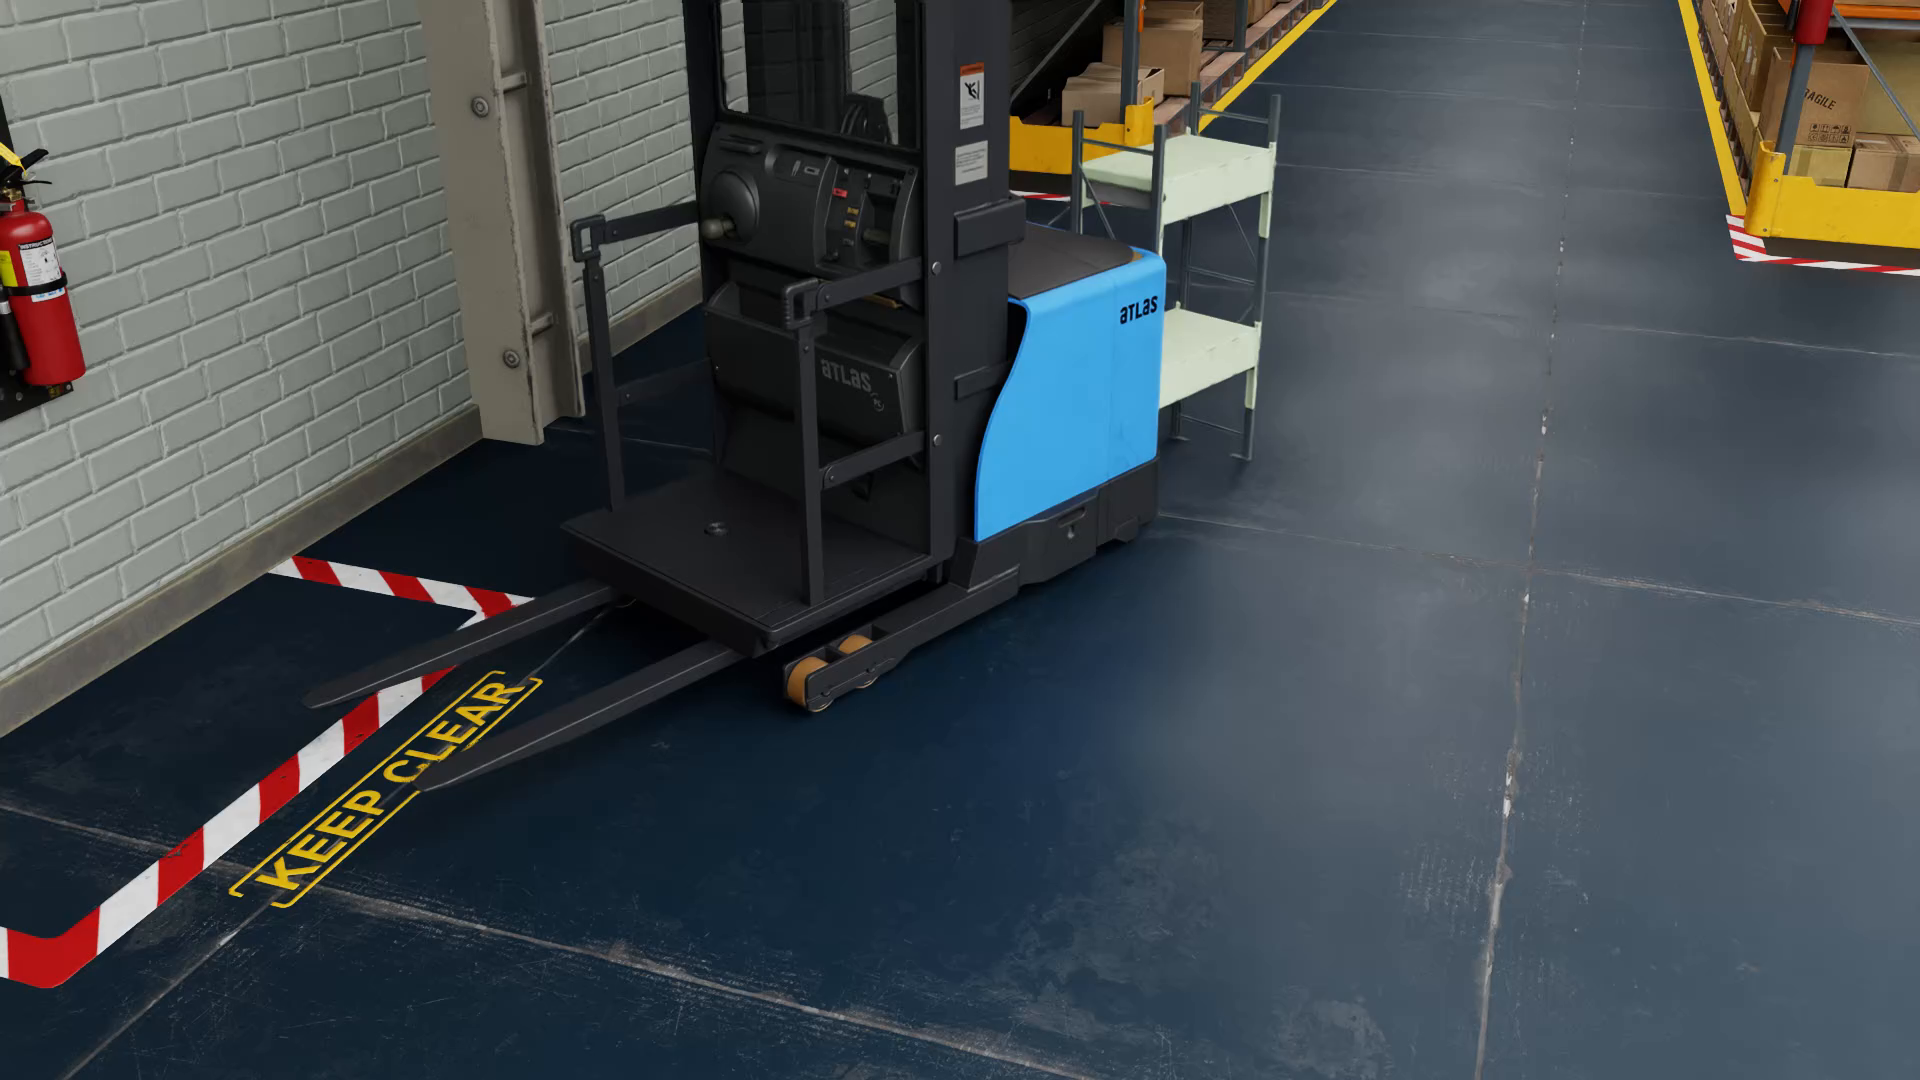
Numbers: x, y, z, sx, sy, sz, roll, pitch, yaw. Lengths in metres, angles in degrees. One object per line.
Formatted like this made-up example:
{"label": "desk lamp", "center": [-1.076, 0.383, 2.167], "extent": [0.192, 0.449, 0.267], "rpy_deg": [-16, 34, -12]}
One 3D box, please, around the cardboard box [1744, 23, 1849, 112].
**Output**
{"label": "cardboard box", "center": [5.592, -3.157, 11.141], "extent": [0.500, 0.500, 0.500], "rpy_deg": [9, 27, 17]}

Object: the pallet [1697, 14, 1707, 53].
{"label": "pallet", "center": [7.727, -4.891, 16.110], "extent": [1.003, 0.211, 1.213], "rpy_deg": [9, 27, 17]}

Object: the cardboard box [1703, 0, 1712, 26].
{"label": "cardboard box", "center": [7.420, -5.051, 15.914], "extent": [0.500, 0.250, 0.500], "rpy_deg": [8, 27, 16]}

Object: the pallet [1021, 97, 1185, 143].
{"label": "pallet", "center": [1.032, -3.013, 12.231], "extent": [1.003, 0.211, 1.213], "rpy_deg": [9, 27, 17]}

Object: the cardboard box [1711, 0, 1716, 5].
{"label": "cardboard box", "center": [7.248, -5.084, 15.338], "extent": [0.500, 0.311, 0.500], "rpy_deg": [8, 27, 16]}

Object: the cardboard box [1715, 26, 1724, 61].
{"label": "cardboard box", "center": [6.741, -4.207, 14.170], "extent": [0.500, 0.250, 0.500], "rpy_deg": [8, 27, 17]}

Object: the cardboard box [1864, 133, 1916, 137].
{"label": "cardboard box", "center": [5.927, -2.537, 10.721], "extent": [0.500, 0.250, 0.500], "rpy_deg": [9, 27, 17]}

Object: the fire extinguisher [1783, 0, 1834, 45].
{"label": "fire extinguisher", "center": [4.898, -3.175, 9.455], "extent": [0.296, 0.674, 0.183], "rpy_deg": [9, 27, 17]}

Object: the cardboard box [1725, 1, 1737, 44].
{"label": "cardboard box", "center": [6.571, -4.247, 13.609], "extent": [0.500, 0.311, 0.500], "rpy_deg": [9, 27, 17]}

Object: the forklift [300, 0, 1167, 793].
{"label": "forklift", "center": [-0.624, -1.038, 5.031], "extent": [1.130, 2.935, 3.031], "rpy_deg": [22, 34, 38]}

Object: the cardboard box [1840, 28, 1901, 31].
{"label": "cardboard box", "center": [6.265, -3.284, 11.404], "extent": [0.500, 0.500, 0.500], "rpy_deg": [9, 27, 17]}

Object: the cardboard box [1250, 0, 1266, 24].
{"label": "cardboard box", "center": [2.596, -5.353, 16.228], "extent": [0.700, 0.500, 0.500], "rpy_deg": [9, 27, 18]}

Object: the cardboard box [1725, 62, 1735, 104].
{"label": "cardboard box", "center": [6.095, -3.435, 12.576], "extent": [0.500, 0.250, 0.500], "rpy_deg": [9, 27, 17]}

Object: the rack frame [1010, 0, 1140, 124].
{"label": "rack frame", "center": [0.703, -3.908, 10.880], "extent": [1.000, 3.000, 0.127], "rpy_deg": [9, 27, 17]}

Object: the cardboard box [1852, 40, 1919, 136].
{"label": "cardboard box", "center": [5.928, -2.874, 10.557], "extent": [0.500, 0.500, 0.500], "rpy_deg": [9, 27, 17]}

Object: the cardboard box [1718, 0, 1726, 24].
{"label": "cardboard box", "center": [6.907, -4.666, 14.476], "extent": [0.500, 0.311, 0.500], "rpy_deg": [9, 27, 17]}

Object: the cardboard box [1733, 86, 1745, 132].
{"label": "cardboard box", "center": [5.763, -3.024, 11.727], "extent": [0.500, 0.250, 0.500], "rpy_deg": [9, 27, 17]}

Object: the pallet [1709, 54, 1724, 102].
{"label": "pallet", "center": [6.915, -3.889, 14.039], "extent": [1.003, 0.211, 1.213], "rpy_deg": [9, 27, 17]}

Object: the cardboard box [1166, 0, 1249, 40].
{"label": "cardboard box", "center": [2.263, -4.930, 15.353], "extent": [0.700, 0.500, 0.500], "rpy_deg": [10, 27, 19]}

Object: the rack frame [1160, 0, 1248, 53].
{"label": "rack frame", "center": [2.034, -5.552, 14.275], "extent": [1.000, 3.000, 0.127], "rpy_deg": [9, 27, 17]}

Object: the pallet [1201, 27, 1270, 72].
{"label": "pallet", "center": [2.292, -4.617, 15.544], "extent": [1.003, 0.211, 1.213], "rpy_deg": [9, 27, 17]}

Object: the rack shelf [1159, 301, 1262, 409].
{"label": "rack shelf", "center": [0.812, -0.652, 6.623], "extent": [0.431, 0.370, 0.720], "rpy_deg": [22, 33, 38]}

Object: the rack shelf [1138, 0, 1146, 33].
{"label": "rack shelf", "center": [1.368, -4.406, 12.734], "extent": [1.077, 0.370, 4.000], "rpy_deg": [9, 27, 17]}

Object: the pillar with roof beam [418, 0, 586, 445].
{"label": "pillar with roof beam", "center": [2.183, -3.931, 4.044], "extent": [9.100, 9.000, 0.400], "rpy_deg": [9, 27, 17]}

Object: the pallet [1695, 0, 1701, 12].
{"label": "pallet", "center": [8.729, -6.025, 18.451], "extent": [1.003, 0.211, 1.213], "rpy_deg": [9, 27, 17]}

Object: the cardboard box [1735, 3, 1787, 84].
{"label": "cardboard box", "center": [5.924, -3.568, 11.990], "extent": [0.500, 0.500, 0.500], "rpy_deg": [9, 27, 17]}

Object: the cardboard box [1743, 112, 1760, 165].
{"label": "cardboard box", "center": [5.430, -2.613, 10.879], "extent": [0.500, 0.250, 0.500], "rpy_deg": [9, 27, 17]}

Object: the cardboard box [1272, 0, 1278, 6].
{"label": "cardboard box", "center": [2.894, -5.770, 17.090], "extent": [0.700, 0.500, 0.500], "rpy_deg": [9, 27, 17]}

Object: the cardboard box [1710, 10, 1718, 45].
{"label": "cardboard box", "center": [7.082, -4.626, 15.035], "extent": [0.500, 0.250, 0.500], "rpy_deg": [9, 27, 18]}

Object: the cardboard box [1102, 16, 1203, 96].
{"label": "cardboard box", "center": [1.499, -3.781, 12.980], "extent": [0.700, 0.500, 0.500], "rpy_deg": [7, 27, 14]}

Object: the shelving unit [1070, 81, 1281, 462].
{"label": "shelving unit", "center": [0.812, -0.945, 6.481], "extent": [0.431, 1.500, 0.755], "rpy_deg": [22, 33, 38]}

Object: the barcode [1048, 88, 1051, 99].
{"label": "barcode", "center": [0.647, -3.237, 12.063], "extent": [0.001, 0.075, 0.075], "rpy_deg": [9, 27, 17]}

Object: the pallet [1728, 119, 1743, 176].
{"label": "pallet", "center": [5.998, -2.756, 11.701], "extent": [1.003, 0.211, 1.213], "rpy_deg": [9, 27, 17]}

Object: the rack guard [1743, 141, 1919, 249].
{"label": "rack guard", "center": [5.368, -2.056, 9.924], "extent": [1.175, 0.500, 0.348], "rpy_deg": [9, 27, 17]}

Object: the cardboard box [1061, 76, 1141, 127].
{"label": "cardboard box", "center": [1.018, -3.167, 11.930], "extent": [0.500, 0.311, 0.500], "rpy_deg": [6, 26, 12]}

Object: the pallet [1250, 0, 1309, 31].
{"label": "pallet", "center": [3.104, -5.620, 17.615], "extent": [1.003, 0.211, 1.213], "rpy_deg": [9, 27, 17]}

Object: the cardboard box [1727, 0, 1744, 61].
{"label": "cardboard box", "center": [6.257, -3.979, 12.839], "extent": [0.500, 0.500, 0.500], "rpy_deg": [9, 27, 17]}

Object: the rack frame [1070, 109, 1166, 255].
{"label": "rack frame", "center": [0.565, -0.828, 6.238], "extent": [0.400, 1.500, 0.023], "rpy_deg": [22, 33, 38]}
